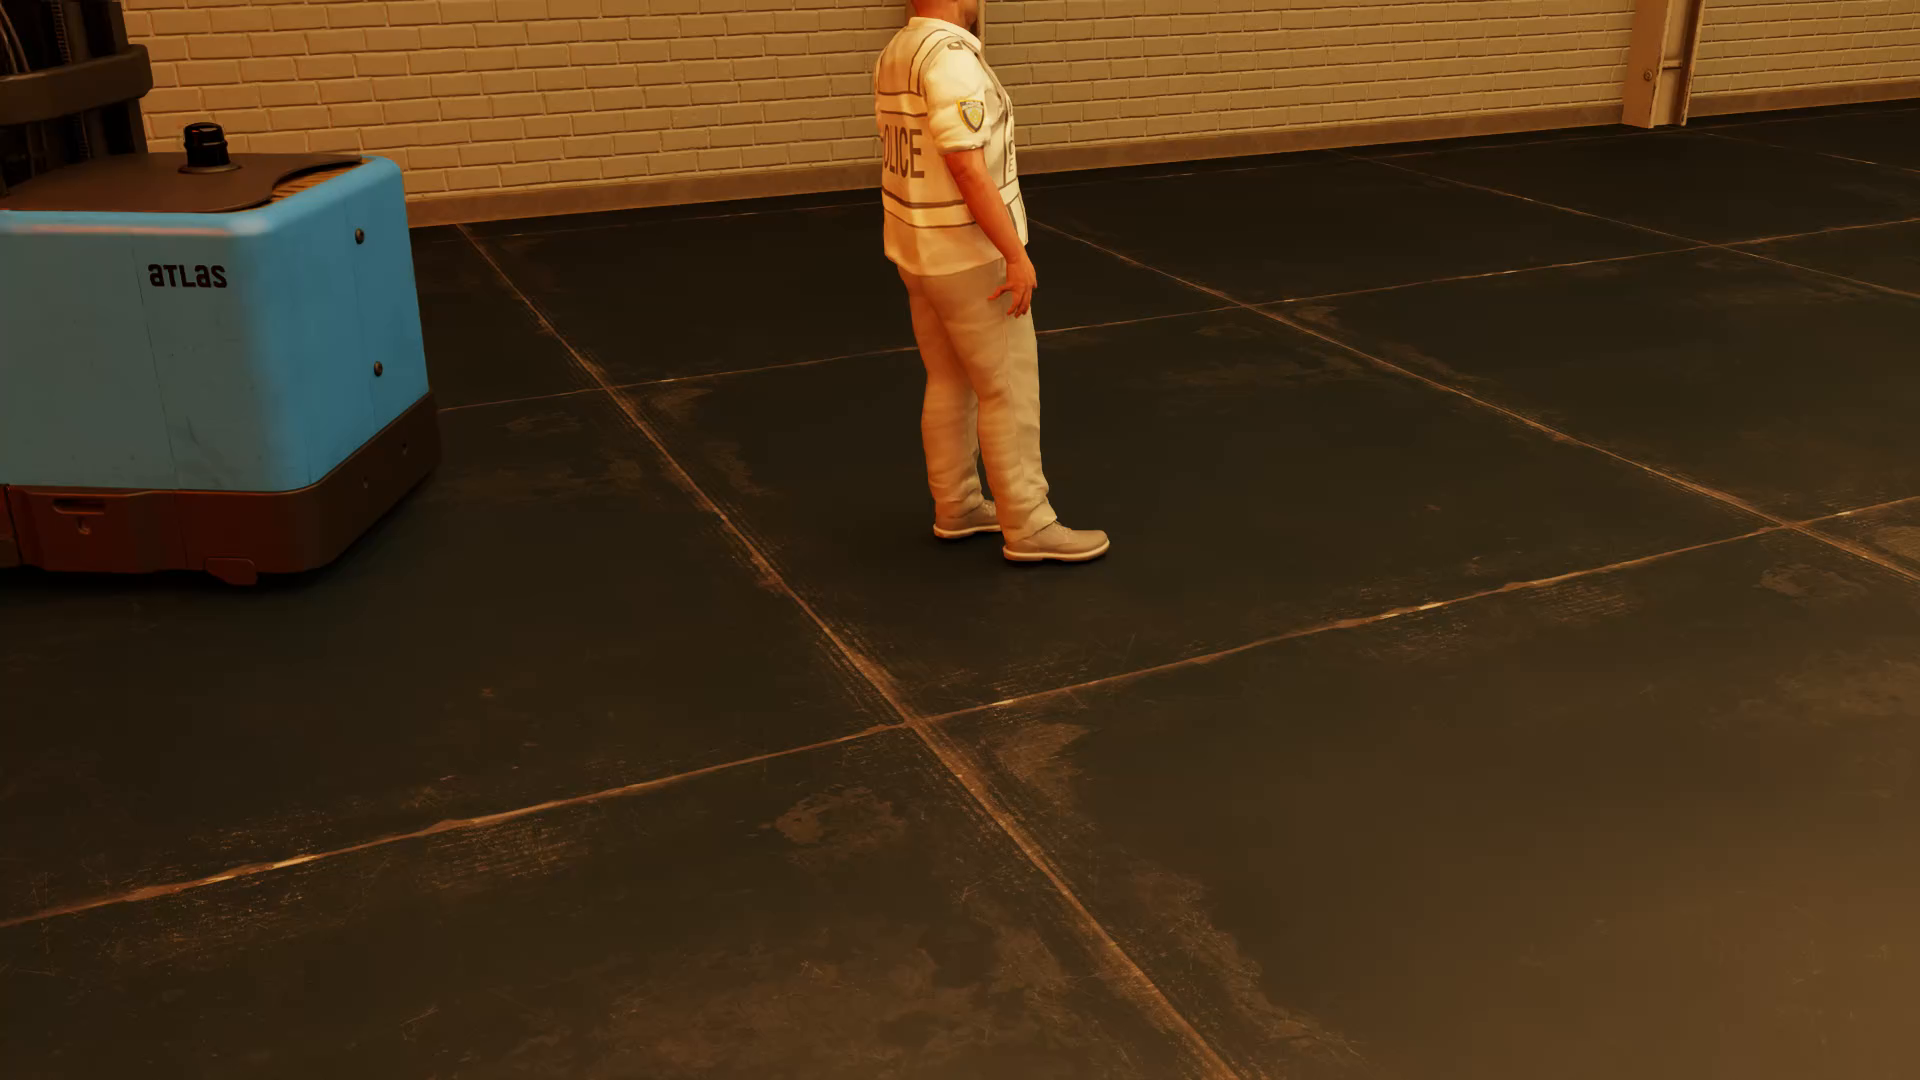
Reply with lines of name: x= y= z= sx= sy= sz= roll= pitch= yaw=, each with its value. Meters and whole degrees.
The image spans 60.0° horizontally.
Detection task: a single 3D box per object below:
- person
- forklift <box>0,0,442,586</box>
person: x=0.076 y=-0.838 z=4.783 sx=0.574 sy=1.779 sz=0.641 roll=-10 pitch=25 yaw=-23
forklift: x=-3.277 y=-1.435 z=4.740 sx=3.031 sy=2.935 sz=1.130 roll=2 pitch=23 yaw=4
